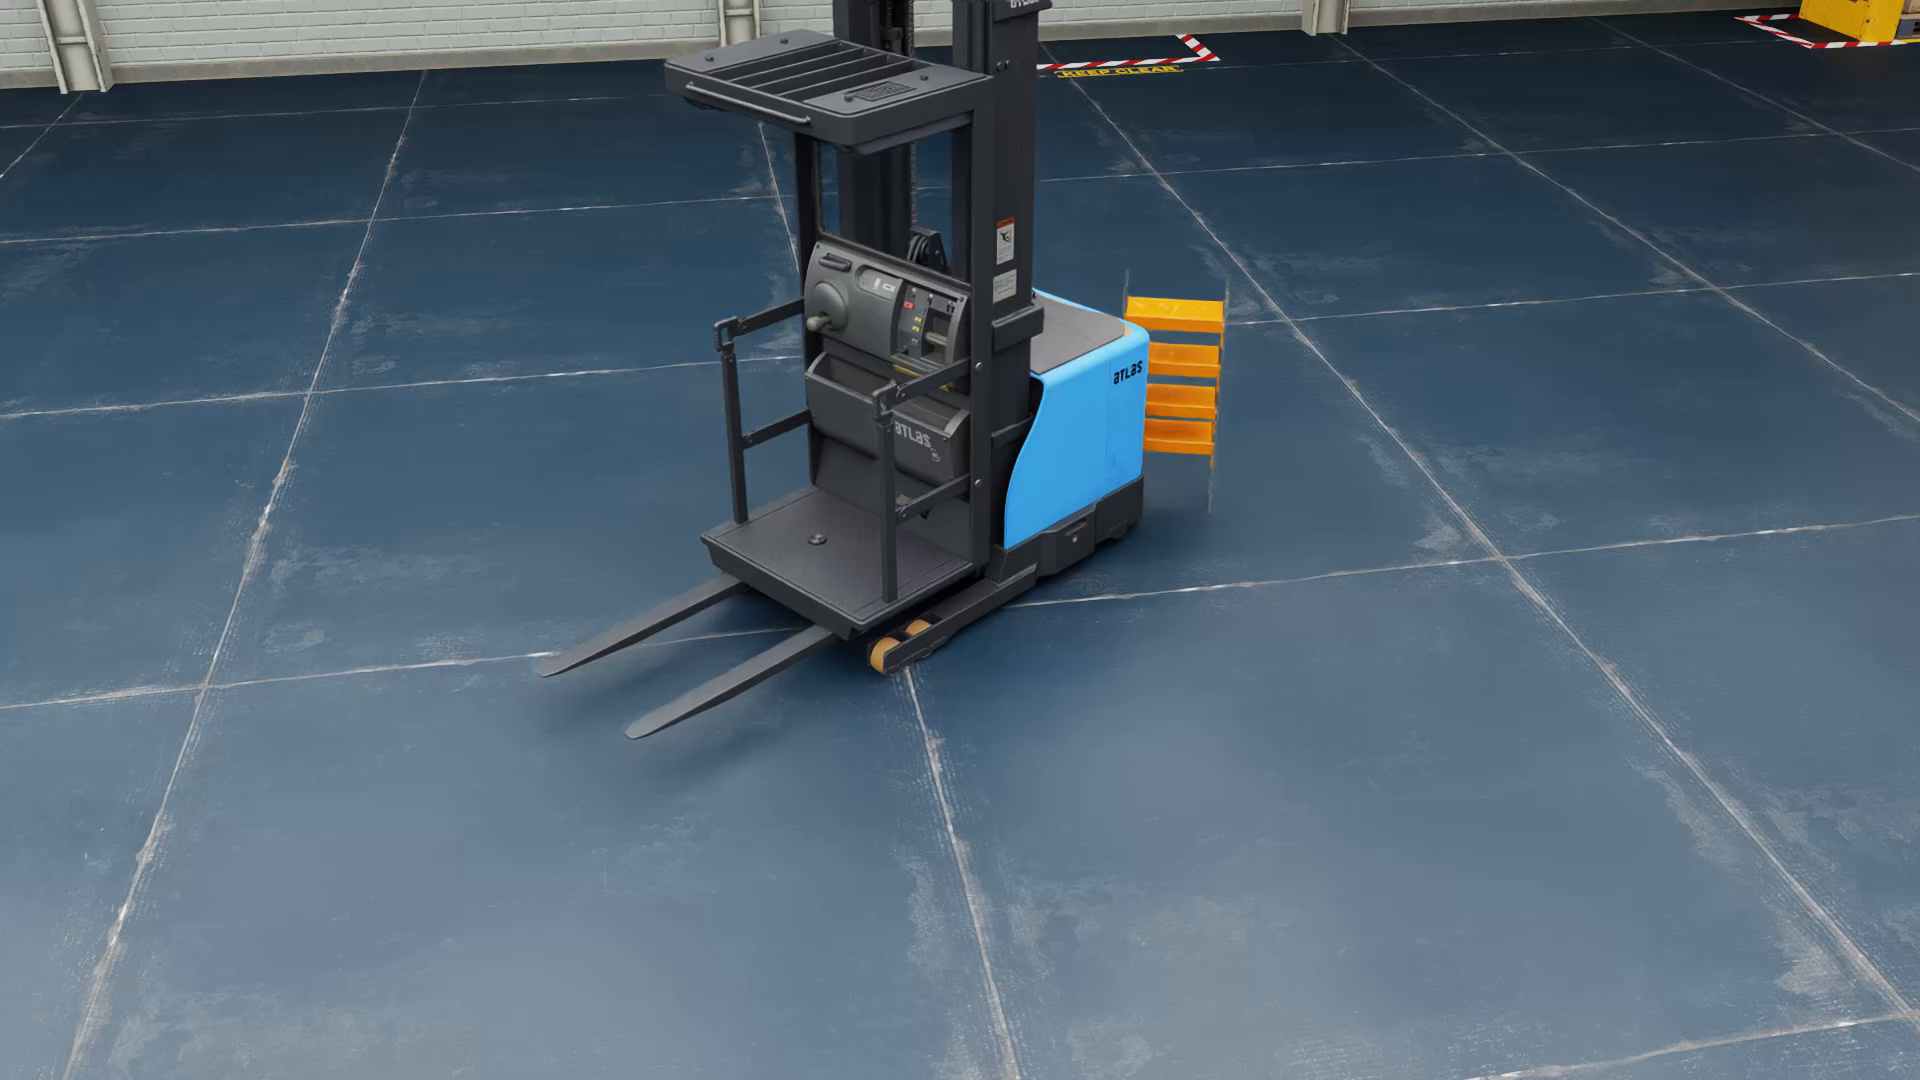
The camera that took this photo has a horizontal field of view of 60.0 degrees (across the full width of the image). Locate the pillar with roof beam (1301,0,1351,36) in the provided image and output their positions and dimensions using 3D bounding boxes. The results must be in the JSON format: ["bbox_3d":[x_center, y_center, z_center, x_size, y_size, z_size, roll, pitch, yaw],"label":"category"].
[{"bbox_3d":[4.537,-6.997,11.272,0.400,9.000,9.100,-5,31,-9],"label":"pillar with roof beam"}]

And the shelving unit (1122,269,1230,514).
[{"bbox_3d":[1.044,-0.730,8.308,0.503,1.200,0.258,4,31,7],"label":"shelving unit"}]

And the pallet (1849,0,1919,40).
[{"bbox_3d":[10.011,-5.471,17.347,1.213,0.211,1.003,-5,31,-9],"label":"pallet"}]

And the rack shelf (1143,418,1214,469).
[{"bbox_3d":[1.044,-0.501,8.443,0.480,0.148,0.258,4,31,7],"label":"rack shelf"}]

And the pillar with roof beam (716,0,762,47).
[{"bbox_3d":[-1.364,-6.449,10.340,0.400,9.000,9.100,-5,31,-9],"label":"pillar with roof beam"}]

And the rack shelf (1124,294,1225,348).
[{"bbox_3d":[1.044,-1.069,8.109,0.480,0.148,0.258,4,31,7],"label":"rack shelf"}]

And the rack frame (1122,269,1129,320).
[{"bbox_3d":[0.803,-0.748,8.338,0.015,1.200,0.240,4,31,7],"label":"rack frame"}]

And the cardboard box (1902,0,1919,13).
[{"bbox_3d":[9.828,-5.659,17.133,0.500,0.311,0.500,-9,32,-15],"label":"cardboard box"}]

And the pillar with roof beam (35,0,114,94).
[{"bbox_3d":[-7.266,-5.902,9.409,0.400,9.000,9.100,-5,31,-9],"label":"pillar with roof beam"}]

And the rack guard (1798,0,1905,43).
[{"bbox_3d":[9.206,-5.539,17.178,0.348,0.500,1.175,-5,31,-9],"label":"rack guard"}]

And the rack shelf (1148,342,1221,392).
[{"bbox_3d":[1.044,-0.865,8.229,0.480,0.148,0.258,4,31,7],"label":"rack shelf"}]

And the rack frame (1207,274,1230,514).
[{"bbox_3d":[1.286,-0.713,8.278,0.015,1.200,0.240,4,31,7],"label":"rack frame"}]

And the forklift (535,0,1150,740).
[{"bbox_3d":[-0.473,-0.964,6.999,1.130,2.935,3.031,26,39,37],"label":"forklift"}]

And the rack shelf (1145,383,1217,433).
[{"bbox_3d":[1.044,-0.672,8.342,0.480,0.148,0.258,4,31,7],"label":"rack shelf"}]
